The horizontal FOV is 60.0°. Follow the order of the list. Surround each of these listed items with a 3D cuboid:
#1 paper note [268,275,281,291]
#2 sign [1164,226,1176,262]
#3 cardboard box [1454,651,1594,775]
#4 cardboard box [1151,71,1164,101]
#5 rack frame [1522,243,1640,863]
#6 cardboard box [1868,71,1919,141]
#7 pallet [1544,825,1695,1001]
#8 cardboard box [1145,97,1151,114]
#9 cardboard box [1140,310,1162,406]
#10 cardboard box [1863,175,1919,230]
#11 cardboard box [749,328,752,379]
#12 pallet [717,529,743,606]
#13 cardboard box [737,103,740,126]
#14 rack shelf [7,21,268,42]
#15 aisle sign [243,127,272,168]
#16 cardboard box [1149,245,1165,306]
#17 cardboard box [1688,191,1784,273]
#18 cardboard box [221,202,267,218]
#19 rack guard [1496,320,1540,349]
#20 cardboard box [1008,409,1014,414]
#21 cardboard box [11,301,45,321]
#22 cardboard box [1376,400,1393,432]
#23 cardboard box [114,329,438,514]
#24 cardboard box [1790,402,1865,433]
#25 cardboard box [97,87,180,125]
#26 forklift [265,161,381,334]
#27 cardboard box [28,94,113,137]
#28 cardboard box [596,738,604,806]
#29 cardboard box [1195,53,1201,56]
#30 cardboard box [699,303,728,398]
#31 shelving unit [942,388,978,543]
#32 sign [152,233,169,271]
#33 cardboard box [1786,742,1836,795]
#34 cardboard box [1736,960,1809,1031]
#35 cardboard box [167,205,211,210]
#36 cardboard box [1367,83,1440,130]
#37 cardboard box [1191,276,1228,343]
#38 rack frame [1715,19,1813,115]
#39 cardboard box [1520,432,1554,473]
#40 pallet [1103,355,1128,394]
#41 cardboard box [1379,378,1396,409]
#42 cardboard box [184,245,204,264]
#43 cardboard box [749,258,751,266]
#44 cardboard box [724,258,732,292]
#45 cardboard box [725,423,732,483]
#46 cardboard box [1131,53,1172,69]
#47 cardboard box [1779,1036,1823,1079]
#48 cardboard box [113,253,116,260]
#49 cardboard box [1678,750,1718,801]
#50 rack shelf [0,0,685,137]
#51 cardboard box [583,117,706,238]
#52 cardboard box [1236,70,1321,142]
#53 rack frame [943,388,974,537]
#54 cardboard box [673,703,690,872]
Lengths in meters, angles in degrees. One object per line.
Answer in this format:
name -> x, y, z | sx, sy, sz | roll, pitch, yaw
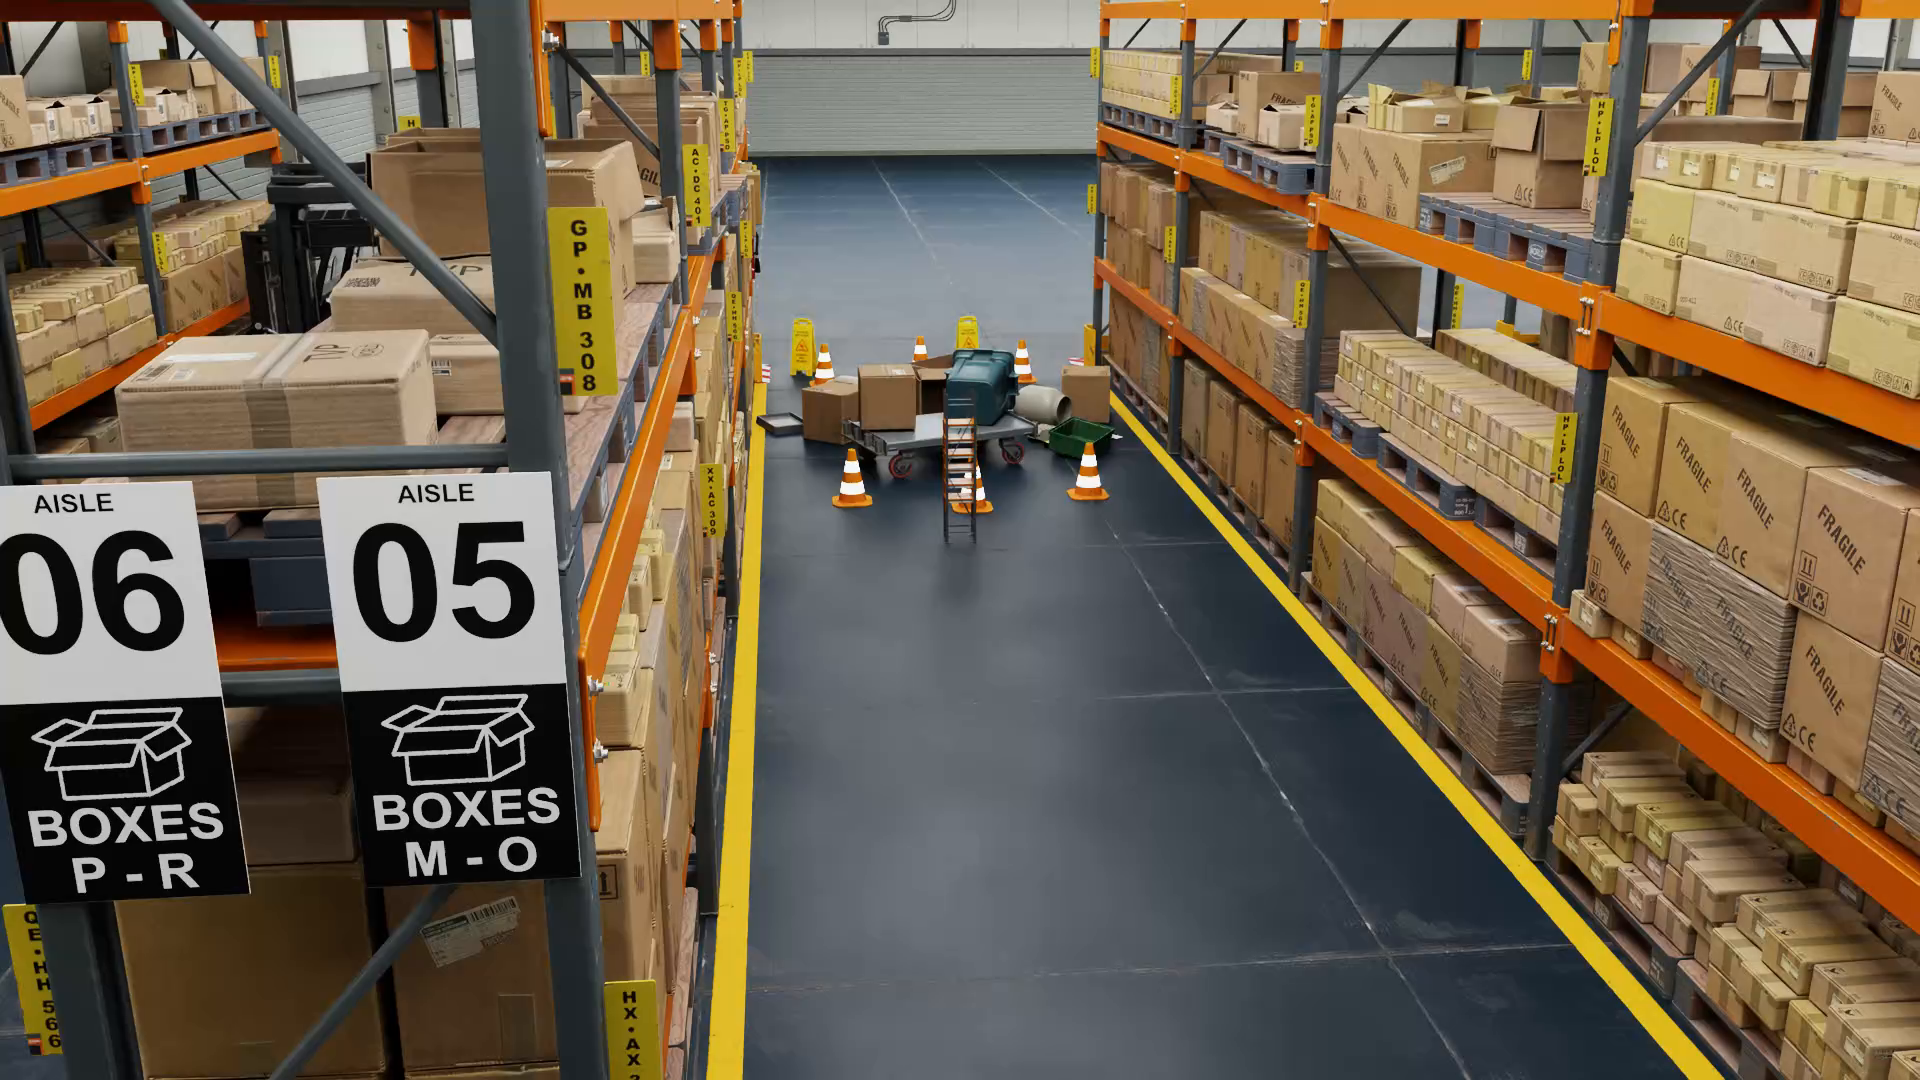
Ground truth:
paper note -> -1.999, -0.750, 4.842 | 0.006, 0.032, 0.123 | -2, 18, -6
sign -> 1.920, -2.700, 15.192 | 0.100, 0.325, 0.005 | -2, 18, -6
cardboard box -> 2.970, 0.896, 8.786 | 0.500, 0.500, 0.500 | -2, 18, -7
cardboard box -> 2.114, -4.306, 15.762 | 0.500, 0.250, 0.500 | -2, 18, -6
rack frame -> 3.297, 0.117, 7.797 | 1.000, 3.000, 0.127 | -2, 18, -6
cardboard box -> 7.431, -3.350, 12.831 | 0.500, 0.500, 0.500 | -1, 17, -5
pallet -> 3.401, 1.646, 7.581 | 1.003, 0.211, 1.213 | -2, 18, -6
cardboard box -> 2.011, -4.227, 16.178 | 0.380, 0.149, 0.250 | -2, 17, -5
cardboard box -> 2.380, -1.911, 17.103 | 0.875, 0.875, 0.875 | -2, 18, -5
cardboard box -> 3.214, -1.107, 5.437 | 0.380, 0.149, 0.250 | -2, 18, -7
cardboard box -> -2.352, -1.828, 16.628 | 0.500, 0.500, 0.500 | -1, 17, -3
pallet -> -2.108, 0.206, 12.170 | 1.003, 0.211, 1.213 | -2, 18, -6
cardboard box -> -2.277, -3.878, 15.268 | 0.500, 0.250, 0.500 | -2, 18, -6
rack shelf -> -7.585, -4.853, 15.481 | 1.077, 0.370, 4.000 | -2, 18, -6
aisle sign -> -7.505, -4.390, 17.812 | 0.394, 0.787, 0.004 | -2, 18, -6
cardboard box -> 2.343, -2.611, 16.235 | 0.875, 0.550, 0.550 | -2, 18, -6
cardboard box -> 3.155, -1.182, 6.342 | 0.500, 0.250, 0.500 | -2, 18, -6
cardboard box -> -7.488, -3.447, 17.403 | 0.380, 0.149, 0.250 | -2, 18, -6
rack guard -> 7.011, -2.366, 19.880 | 1.175, 0.500, 0.348 | -2, 18, -6
cardboard box -> 0.463, -1.417, 17.249 | 0.396, 0.266, 0.258 | 1, 17, 4
cardboard box -> -6.972, -1.657, 12.199 | 0.380, 0.149, 0.250 | -2, 18, -6
cardboard box -> 2.815, -0.775, 10.357 | 0.380, 0.149, 0.250 | -1, 17, -3
cardboard box -> -1.340, -0.247, 3.332 | 0.500, 0.250, 0.500 | -3, 18, -11
cardboard box -> 3.673, -0.264, 6.678 | 0.500, 0.500, 0.500 | -2, 18, -7
cardboard box -> -7.222, -3.821, 14.614 | 0.500, 0.311, 0.500 | -1, 17, -5
forklift -> -4.780, -1.541, 13.191 | 1.130, 2.935, 3.031 | -5, 18, -16
cardboard box -> -7.061, -3.358, 13.137 | 0.500, 0.311, 0.500 | -2, 18, -7
cardboard box -> -0.965, 0.543, 3.520 | 0.380, 0.149, 0.250 | -1, 17, -4
cardboard box -> 2.589, -4.854, 16.842 | 0.380, 0.149, 0.250 | -2, 18, -5
cardboard box -> -1.654, -1.118, 9.894 | 0.500, 0.500, 0.500 | -1, 17, -5
shelving unit -> -0.002, -0.577, 13.011 | 0.258, 1.200, 0.189 | -2, 18, -6
sign -> -6.840, -2.463, 14.215 | 0.100, 0.325, 0.005 | -2, 18, -6
cardboard box -> 3.259, 0.800, 6.039 | 0.380, 0.149, 0.250 | -1, 17, -4
cardboard box -> 3.186, 1.711, 6.280 | 0.380, 0.149, 0.250 | -2, 18, -5
cardboard box -> -7.934, -3.356, 17.113 | 0.380, 0.149, 0.250 | -1, 17, -5
cardboard box -> 2.705, -2.636, 10.114 | 0.396, 0.266, 0.258 | -2, 18, -6
cardboard box -> 2.311, -1.999, 14.370 | 0.500, 0.500, 0.500 | -2, 18, -5
rack frame -> 7.416, -5.252, 14.883 | 1.000, 3.000, 0.127 | -2, 18, -6
cardboard box -> 3.033, -0.441, 8.300 | 0.380, 0.149, 0.250 | -2, 18, -7
pallet -> 2.219, -1.892, 18.852 | 1.003, 0.211, 1.213 | -2, 18, -6
cardboard box -> 2.822, -0.912, 10.295 | 0.380, 0.149, 0.250 | -2, 18, -5
cardboard box -> -7.184, -2.619, 15.262 | 0.380, 0.149, 0.250 | -1, 17, -4
cardboard box -> -2.477, -3.162, 17.579 | 0.500, 0.500, 0.500 | -2, 18, -6
cardboard box -> -2.011, -1.885, 12.810 | 0.500, 0.500, 0.500 | -2, 18, -8
cardboard box -> -1.650, -0.526, 10.095 | 0.500, 0.250, 0.500 | -1, 17, -5
cardboard box -> 1.934, -4.834, 16.779 | 0.380, 0.149, 0.250 | -2, 17, -5
cardboard box -> 3.244, 1.934, 6.068 | 0.380, 0.149, 0.250 | -1, 17, -5
cardboard box -> -7.746, -2.527, 14.968 | 0.380, 0.149, 0.250 | -1, 17, -4
cardboard box -> 3.593, 1.091, 7.760 | 0.380, 0.149, 0.250 | -1, 17, -4
rack shelf -> -1.410, -1.432, 4.585 | 1.077, 0.370, 4.000 | -2, 18, -6
cardboard box -> -1.419, -1.651, 7.552 | 0.500, 0.500, 0.500 | -2, 18, -7
cardboard box -> 2.426, -3.311, 12.673 | 0.500, 0.500, 0.500 | -2, 18, -6
rack frame -> -0.011, -0.604, 13.098 | 0.240, 1.200, 0.006 | -2, 18, -6
cardboard box -> -1.150, 0.841, 5.322 | 0.500, 0.500, 0.500 | -1, 17, -4
